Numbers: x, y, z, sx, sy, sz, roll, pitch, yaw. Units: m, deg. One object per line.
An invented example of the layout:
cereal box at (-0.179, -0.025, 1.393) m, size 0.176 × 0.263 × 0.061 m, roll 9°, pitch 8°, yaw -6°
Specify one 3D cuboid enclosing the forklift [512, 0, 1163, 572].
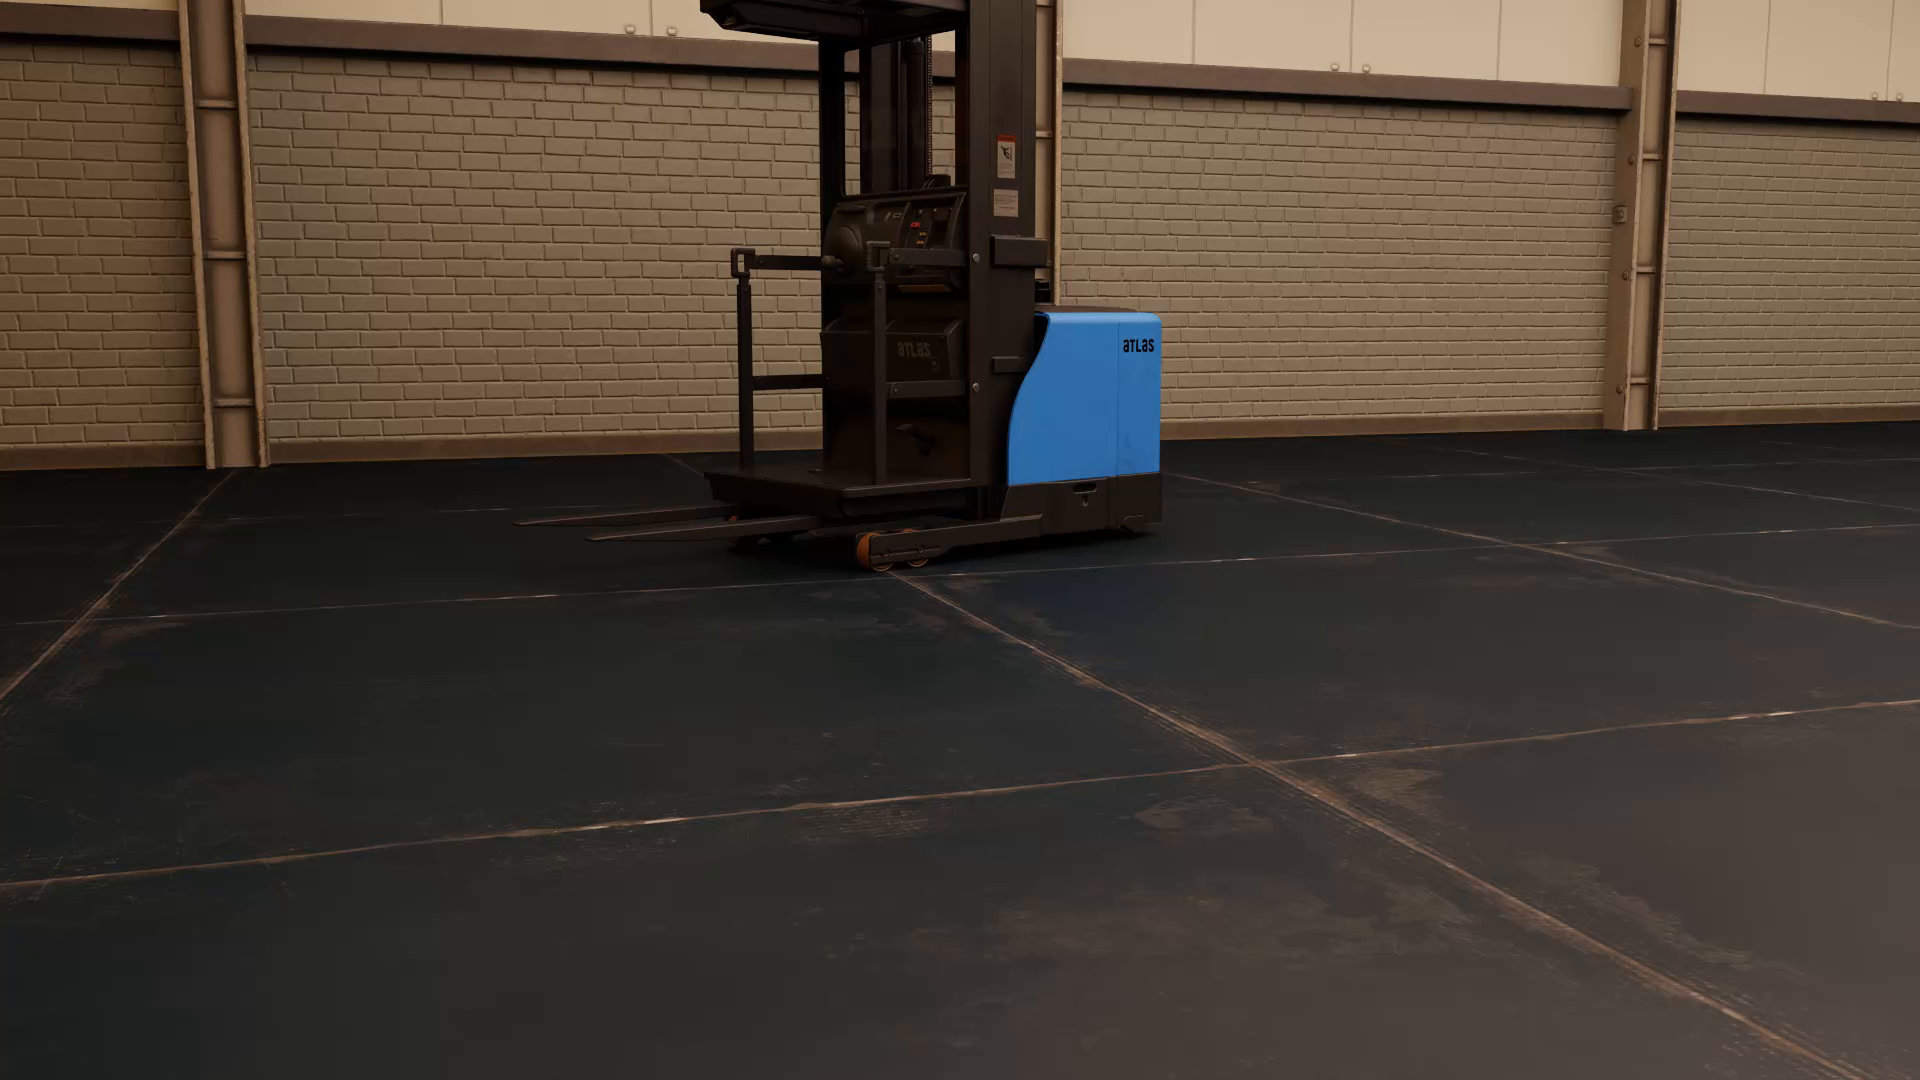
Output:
forklift at (-0.461, -1.399, 7.333) m, size 3.031 × 2.935 × 1.130 m, roll -7°, pitch 10°, yaw -40°
